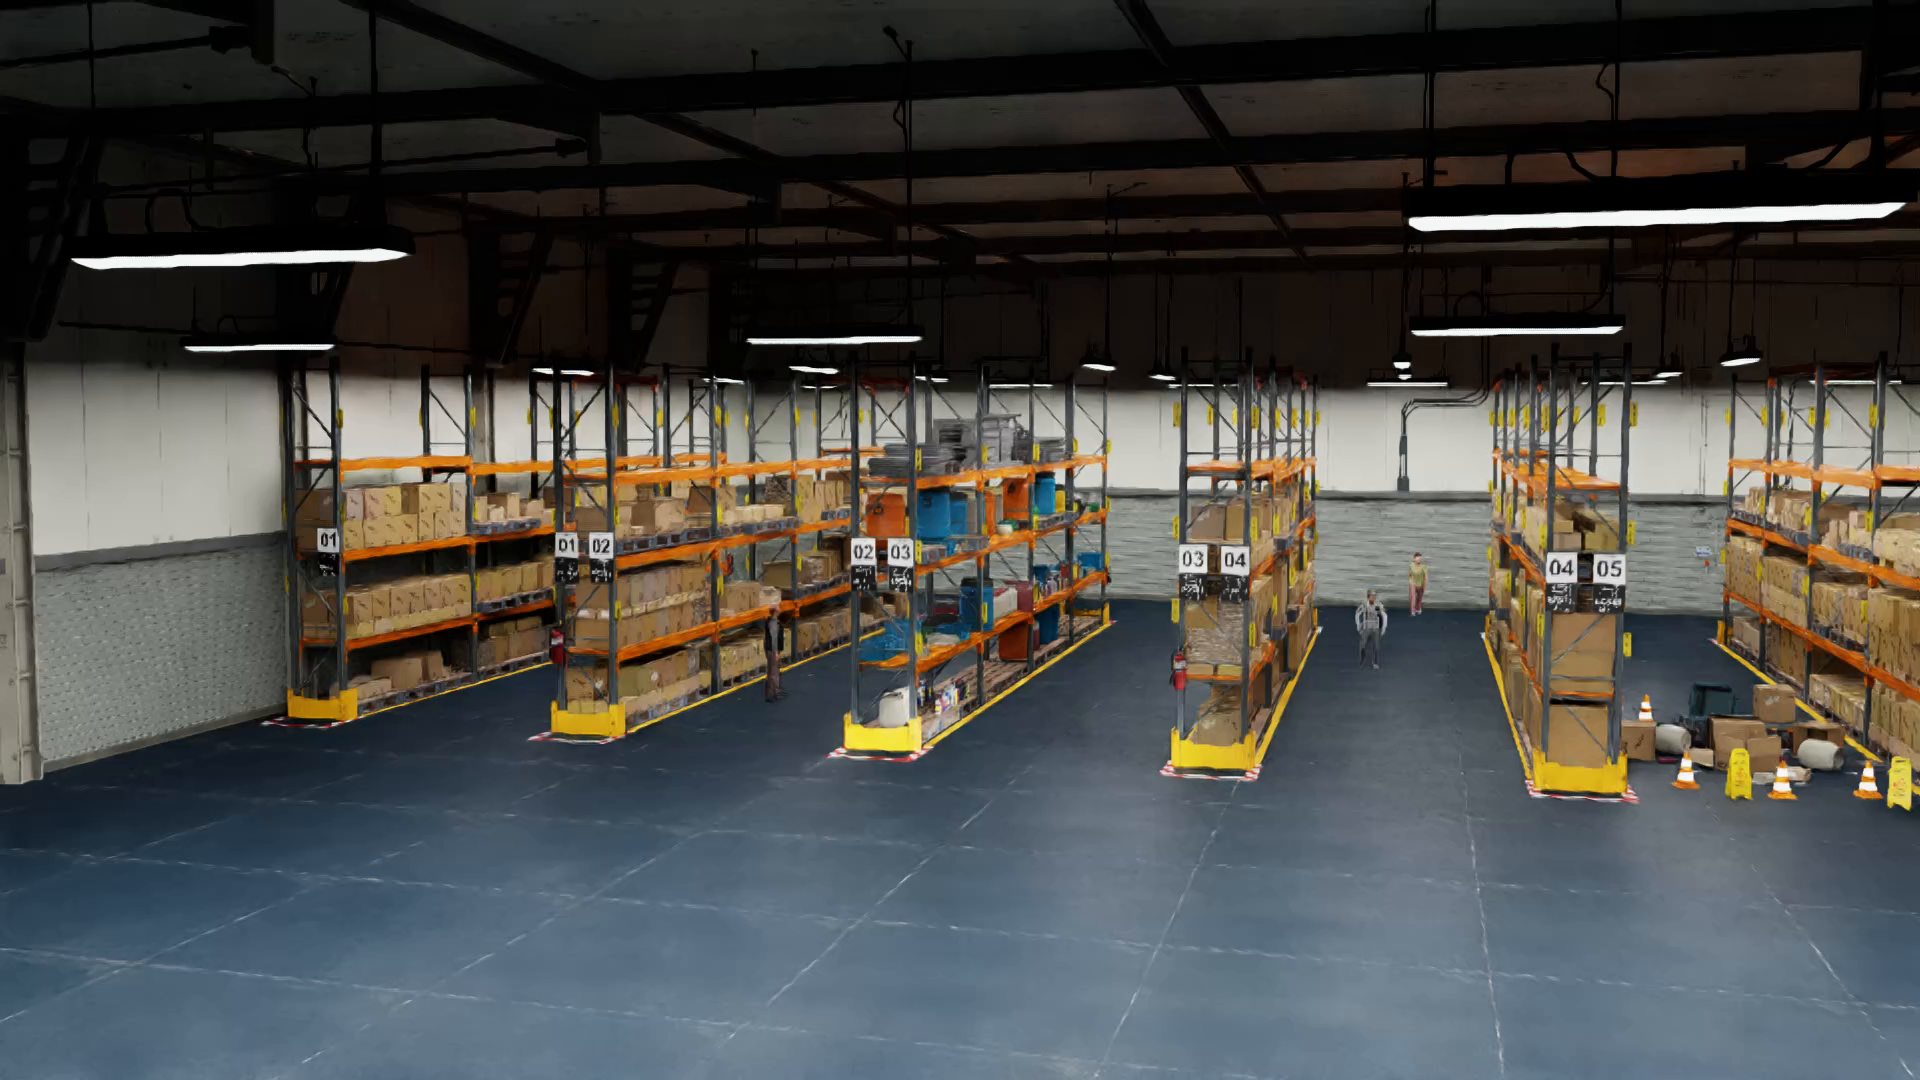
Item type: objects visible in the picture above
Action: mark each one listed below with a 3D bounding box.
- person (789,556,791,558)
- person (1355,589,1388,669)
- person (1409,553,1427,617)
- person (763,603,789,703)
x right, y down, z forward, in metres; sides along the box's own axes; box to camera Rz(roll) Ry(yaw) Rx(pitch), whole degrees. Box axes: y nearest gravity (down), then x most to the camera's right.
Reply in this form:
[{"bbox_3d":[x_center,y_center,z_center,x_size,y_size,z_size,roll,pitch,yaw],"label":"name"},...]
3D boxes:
[{"bbox_3d":[-4.071,1.211,40.234,0.404,1.663,0.597,2,5,24],"label":"person"},{"bbox_3d":[8.186,1.764,33.117,0.639,1.632,0.512,1,4,13],"label":"person"},{"bbox_3d":[11.550,1.113,41.940,0.446,1.591,1.110,1,4,13],"label":"person"},{"bbox_3d":[-3.240,1.969,29.365,0.463,1.731,0.598,-1,4,-11],"label":"person"}]
